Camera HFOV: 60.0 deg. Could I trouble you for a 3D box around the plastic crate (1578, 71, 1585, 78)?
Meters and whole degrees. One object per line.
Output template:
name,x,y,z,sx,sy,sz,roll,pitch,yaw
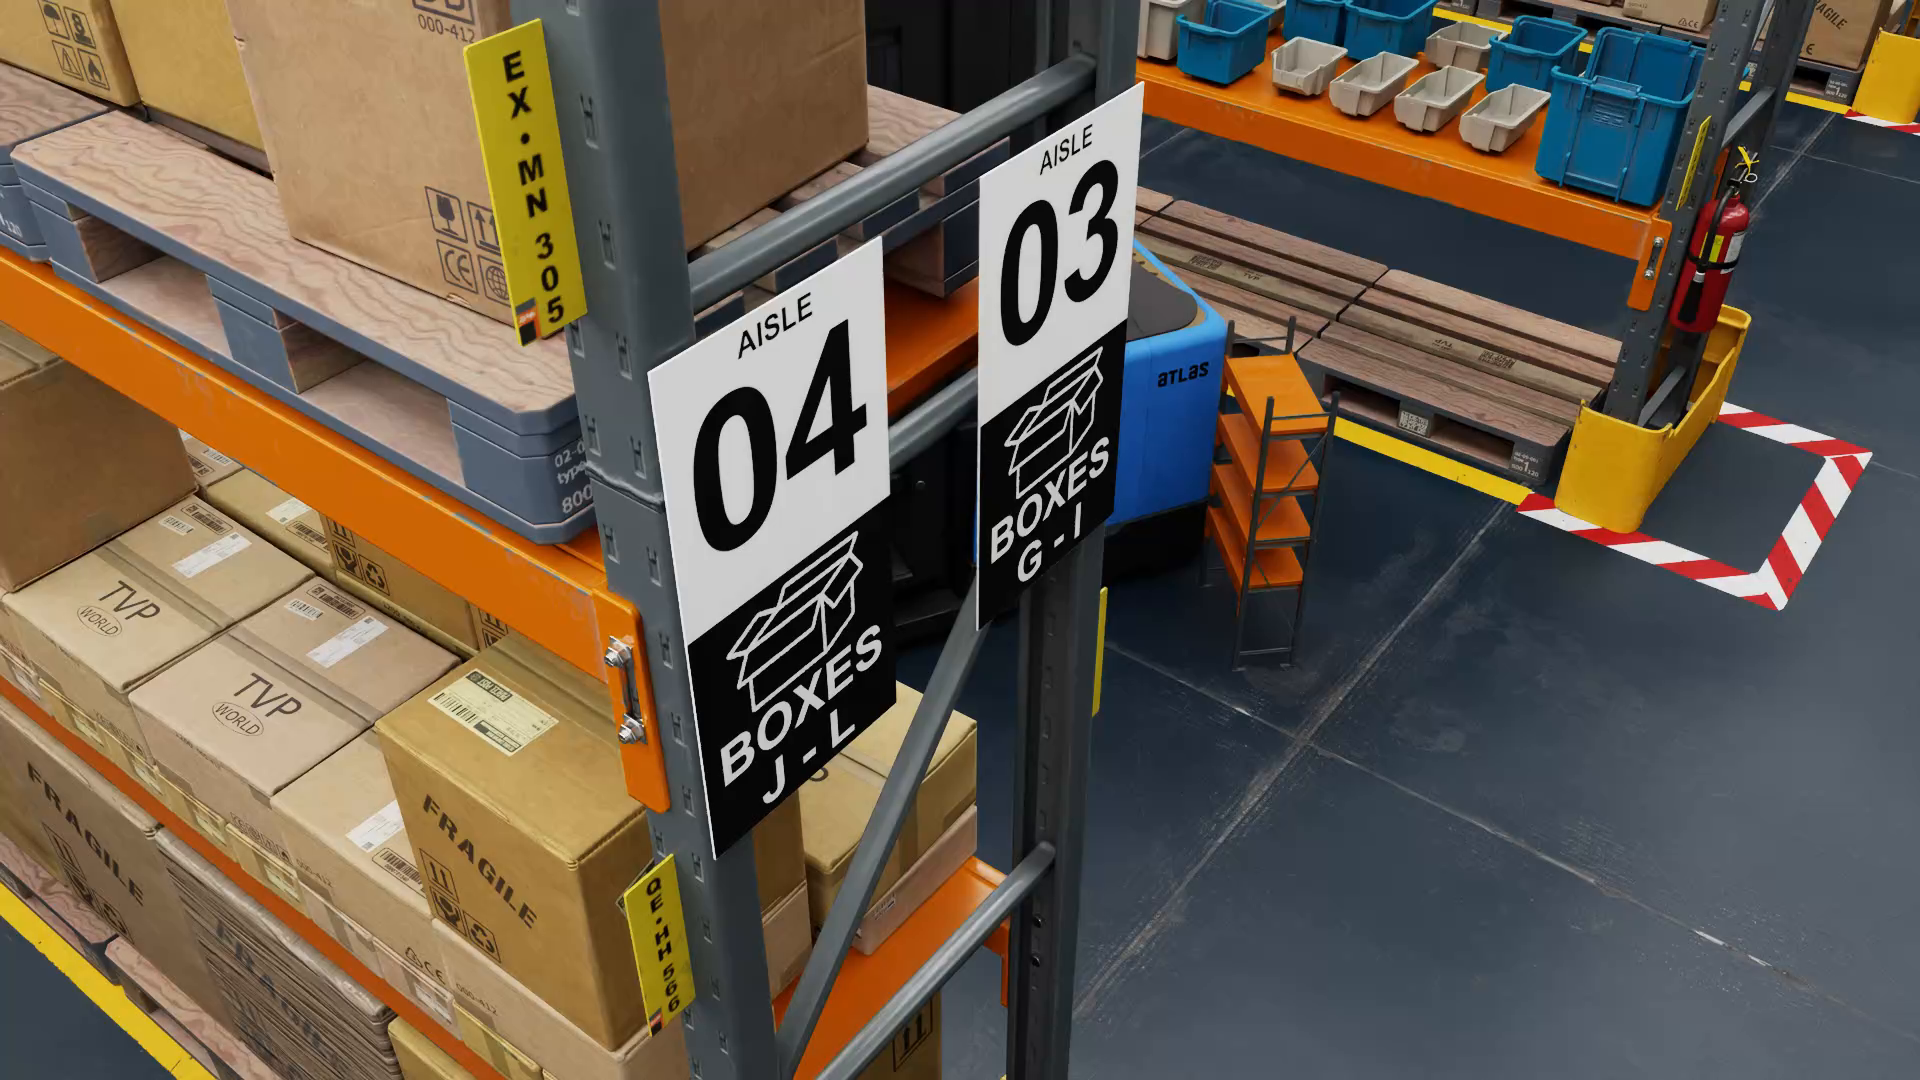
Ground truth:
plastic crate,2.716,-1.877,6.879,0.298,0.136,0.250,25,45,29

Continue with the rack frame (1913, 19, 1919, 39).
rack frame,5.929,-3.967,9.383,0.127,3.000,1.000,25,45,29

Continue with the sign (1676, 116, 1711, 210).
sign,2.595,-1.331,5.885,0.005,0.325,0.100,25,45,29

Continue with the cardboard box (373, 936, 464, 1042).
cardboard box,-0.982,0.818,3.476,0.250,0.149,0.380,25,45,29

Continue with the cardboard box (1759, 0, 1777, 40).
cardboard box,5.081,-3.303,10.477,0.250,0.166,0.380,25,45,29

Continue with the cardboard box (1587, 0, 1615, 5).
cardboard box,4.247,-3.954,11.035,0.637,0.503,0.797,25,45,29

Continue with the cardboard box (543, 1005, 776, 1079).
cardboard box,-0.575,1.009,3.231,0.250,0.149,0.380,26,45,29

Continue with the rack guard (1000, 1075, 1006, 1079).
rack guard,-0.073,1.876,3.948,0.348,0.500,1.175,25,45,29

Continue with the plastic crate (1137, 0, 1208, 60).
plastic crate,0.841,-2.356,7.373,0.530,0.282,0.437,25,45,29

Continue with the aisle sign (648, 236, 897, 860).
aisle sign,-0.217,0.033,2.166,0.004,0.787,0.394,25,45,29

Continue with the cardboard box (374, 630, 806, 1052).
cardboard box,-0.639,0.476,2.981,0.500,0.500,0.500,26,45,29

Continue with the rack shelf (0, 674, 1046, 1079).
rack shelf,-1.681,0.417,4.368,4.000,0.370,1.077,25,45,29

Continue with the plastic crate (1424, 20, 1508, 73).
plastic crate,2.177,-2.131,7.204,0.298,0.136,0.250,25,45,29

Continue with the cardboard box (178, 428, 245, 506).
cardboard box,-1.941,-0.253,4.520,0.500,0.250,0.500,26,45,29

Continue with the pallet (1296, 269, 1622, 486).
pallet,2.285,-0.772,7.565,1.213,0.211,1.003,25,45,29

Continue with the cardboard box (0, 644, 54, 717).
cardboard box,-2.207,0.242,4.211,0.250,0.149,0.380,26,45,29

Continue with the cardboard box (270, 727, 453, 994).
cardboard box,-1.041,0.583,3.453,0.500,0.250,0.500,24,44,28

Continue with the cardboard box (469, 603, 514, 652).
cardboard box,-0.707,0.030,3.550,0.500,0.500,0.500,24,44,28

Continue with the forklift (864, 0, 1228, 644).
forklift,-0.571,-0.999,5.648,3.031,2.935,1.130,-15,41,-19

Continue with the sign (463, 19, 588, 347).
sign,-0.433,-0.355,1.683,0.005,0.325,0.100,25,45,29

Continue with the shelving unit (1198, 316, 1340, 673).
shelving unit,1.086,-0.148,5.965,0.258,1.200,0.503,-5,38,-6

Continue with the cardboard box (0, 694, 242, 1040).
cardboard box,-2.079,0.679,4.832,0.875,0.875,0.875,25,45,29

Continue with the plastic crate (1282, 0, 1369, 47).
plastic crate,1.636,-2.359,7.418,0.300,0.233,0.416,25,45,29

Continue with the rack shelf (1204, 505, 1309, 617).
rack shelf,1.086,0.062,6.129,0.258,0.148,0.480,-5,38,-6

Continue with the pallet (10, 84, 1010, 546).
pallet,-0.688,-0.536,2.640,1.213,0.211,1.003,25,45,29

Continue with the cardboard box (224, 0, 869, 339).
cardboard box,-0.538,-0.711,2.289,0.500,0.500,0.700,23,43,26

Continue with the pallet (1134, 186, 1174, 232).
pallet,0.347,-1.686,8.733,1.213,0.211,1.003,25,45,29

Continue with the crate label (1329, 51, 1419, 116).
crate label,1.702,-1.887,6.892,0.243,0.136,0.396,25,45,29

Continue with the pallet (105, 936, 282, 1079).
pallet,-1.740,1.262,4.967,1.213,0.211,1.003,25,45,29

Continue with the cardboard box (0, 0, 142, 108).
cardboard box,-1.352,-1.151,2.850,0.500,0.500,0.700,22,43,26

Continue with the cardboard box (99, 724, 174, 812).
cardboard box,-1.789,0.437,3.963,0.250,0.149,0.380,26,45,29

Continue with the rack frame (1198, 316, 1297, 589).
rack frame,1.053,-0.297,6.156,0.240,1.200,0.015,-5,38,-6

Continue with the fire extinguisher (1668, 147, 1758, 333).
fire extinguisher,2.761,-1.086,6.069,0.183,0.674,0.296,25,45,29

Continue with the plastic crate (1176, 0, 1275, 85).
plastic crate,1.130,-2.144,7.142,0.300,0.233,0.416,25,45,29

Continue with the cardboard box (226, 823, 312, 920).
cardboard box,-1.387,0.628,3.719,0.250,0.149,0.380,24,44,28

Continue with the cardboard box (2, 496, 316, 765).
cardboard box,-1.862,0.199,3.943,0.500,0.250,0.500,25,45,29

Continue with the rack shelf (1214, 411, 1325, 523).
rack shelf,1.086,-0.271,5.869,0.258,0.148,0.480,-5,38,-6

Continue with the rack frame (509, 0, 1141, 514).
rack frame,-0.092,-1.479,1.340,0.127,3.000,1.000,25,45,29

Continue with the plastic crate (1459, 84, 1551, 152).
plastic crate,2.159,-1.679,6.627,0.243,0.136,0.396,25,45,29

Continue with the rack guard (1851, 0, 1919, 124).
rack guard,5.869,-3.011,10.190,0.348,0.500,1.175,25,45,29

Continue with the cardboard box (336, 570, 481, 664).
cardboard box,-1.123,0.131,4.030,0.500,0.250,0.500,24,44,27

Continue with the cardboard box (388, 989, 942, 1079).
cardboard box,-0.649,1.353,3.971,0.875,0.875,0.875,25,45,29

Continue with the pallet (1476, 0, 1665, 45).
pallet,4.270,-3.652,11.244,1.213,0.211,1.003,25,45,29
